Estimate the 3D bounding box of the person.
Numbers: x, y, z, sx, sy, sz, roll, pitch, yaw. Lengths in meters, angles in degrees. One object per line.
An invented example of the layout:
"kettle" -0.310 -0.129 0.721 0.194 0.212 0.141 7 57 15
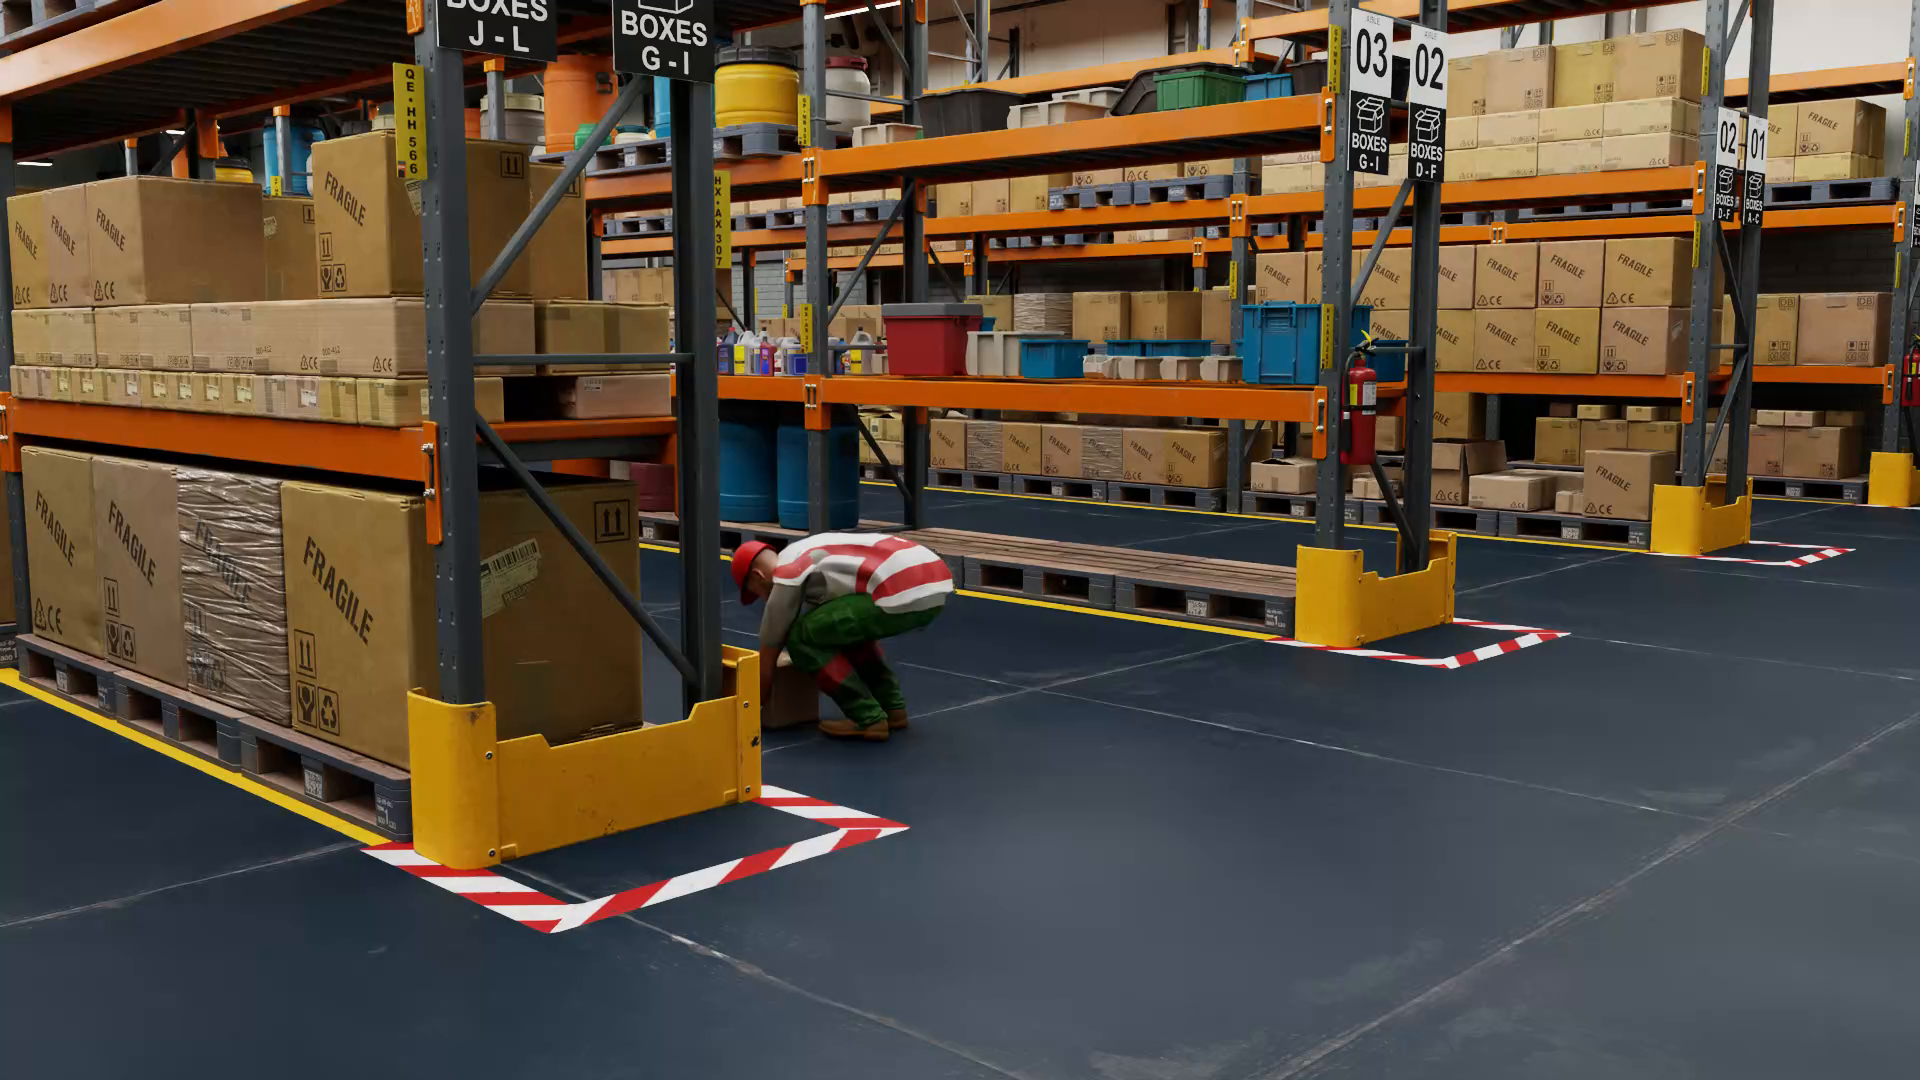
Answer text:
"person" -0.504 0.381 6.737 0.965 0.821 0.520 4 8 27
